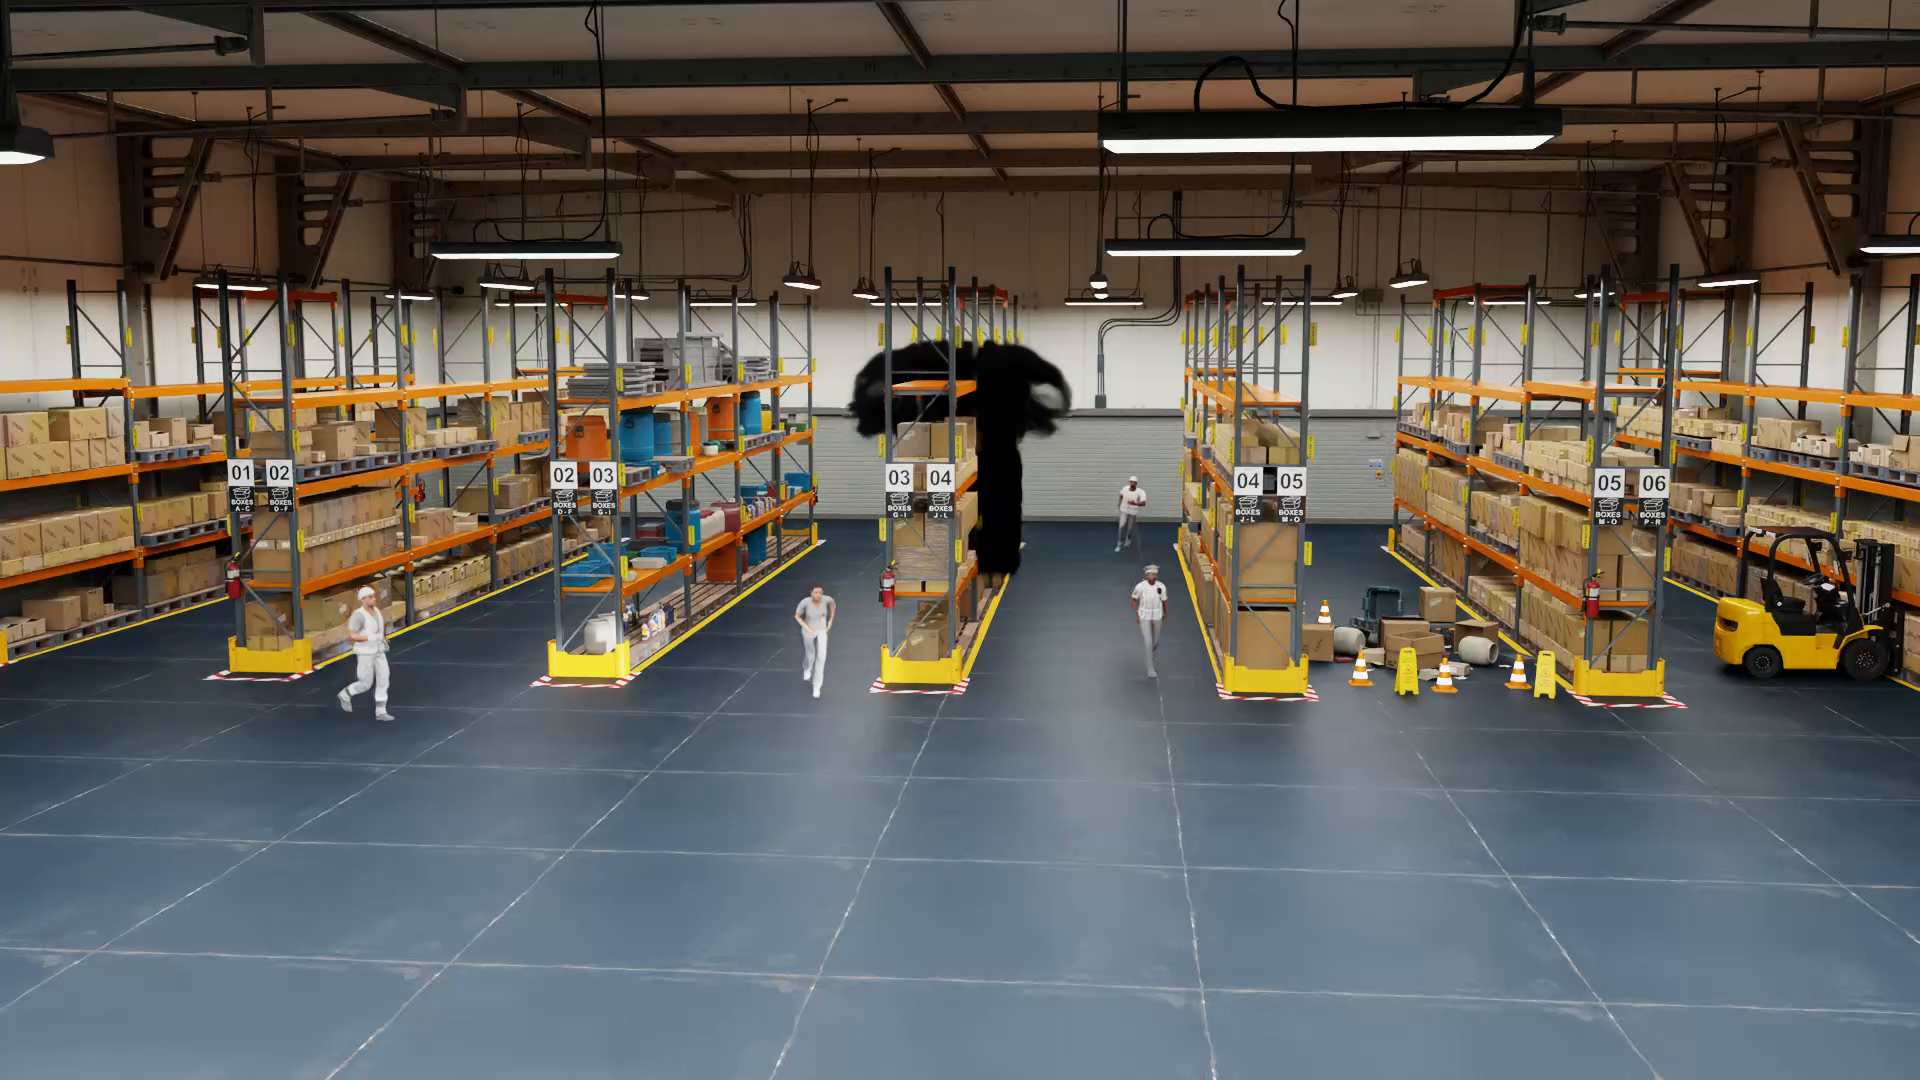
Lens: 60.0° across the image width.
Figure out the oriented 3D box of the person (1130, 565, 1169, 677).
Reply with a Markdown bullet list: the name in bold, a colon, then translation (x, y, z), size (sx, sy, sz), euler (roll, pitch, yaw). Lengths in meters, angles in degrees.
- **person**: translation (2.835, 1.173, 24.913), size (0.559, 1.668, 0.756), euler (-1, 7, -6)

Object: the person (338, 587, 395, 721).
- **person**: translation (-7.761, 1.484, 21.752), size (0.860, 1.765, 0.660), euler (3, 7, 22)

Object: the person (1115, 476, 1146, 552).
- **person**: translation (4.059, -0.624, 39.267), size (0.698, 1.795, 0.856), euler (2, 7, 18)

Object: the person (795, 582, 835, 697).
- **person**: translation (-2.084, 1.358, 23.687), size (0.596, 1.624, 1.001), euler (-2, 7, -19)
